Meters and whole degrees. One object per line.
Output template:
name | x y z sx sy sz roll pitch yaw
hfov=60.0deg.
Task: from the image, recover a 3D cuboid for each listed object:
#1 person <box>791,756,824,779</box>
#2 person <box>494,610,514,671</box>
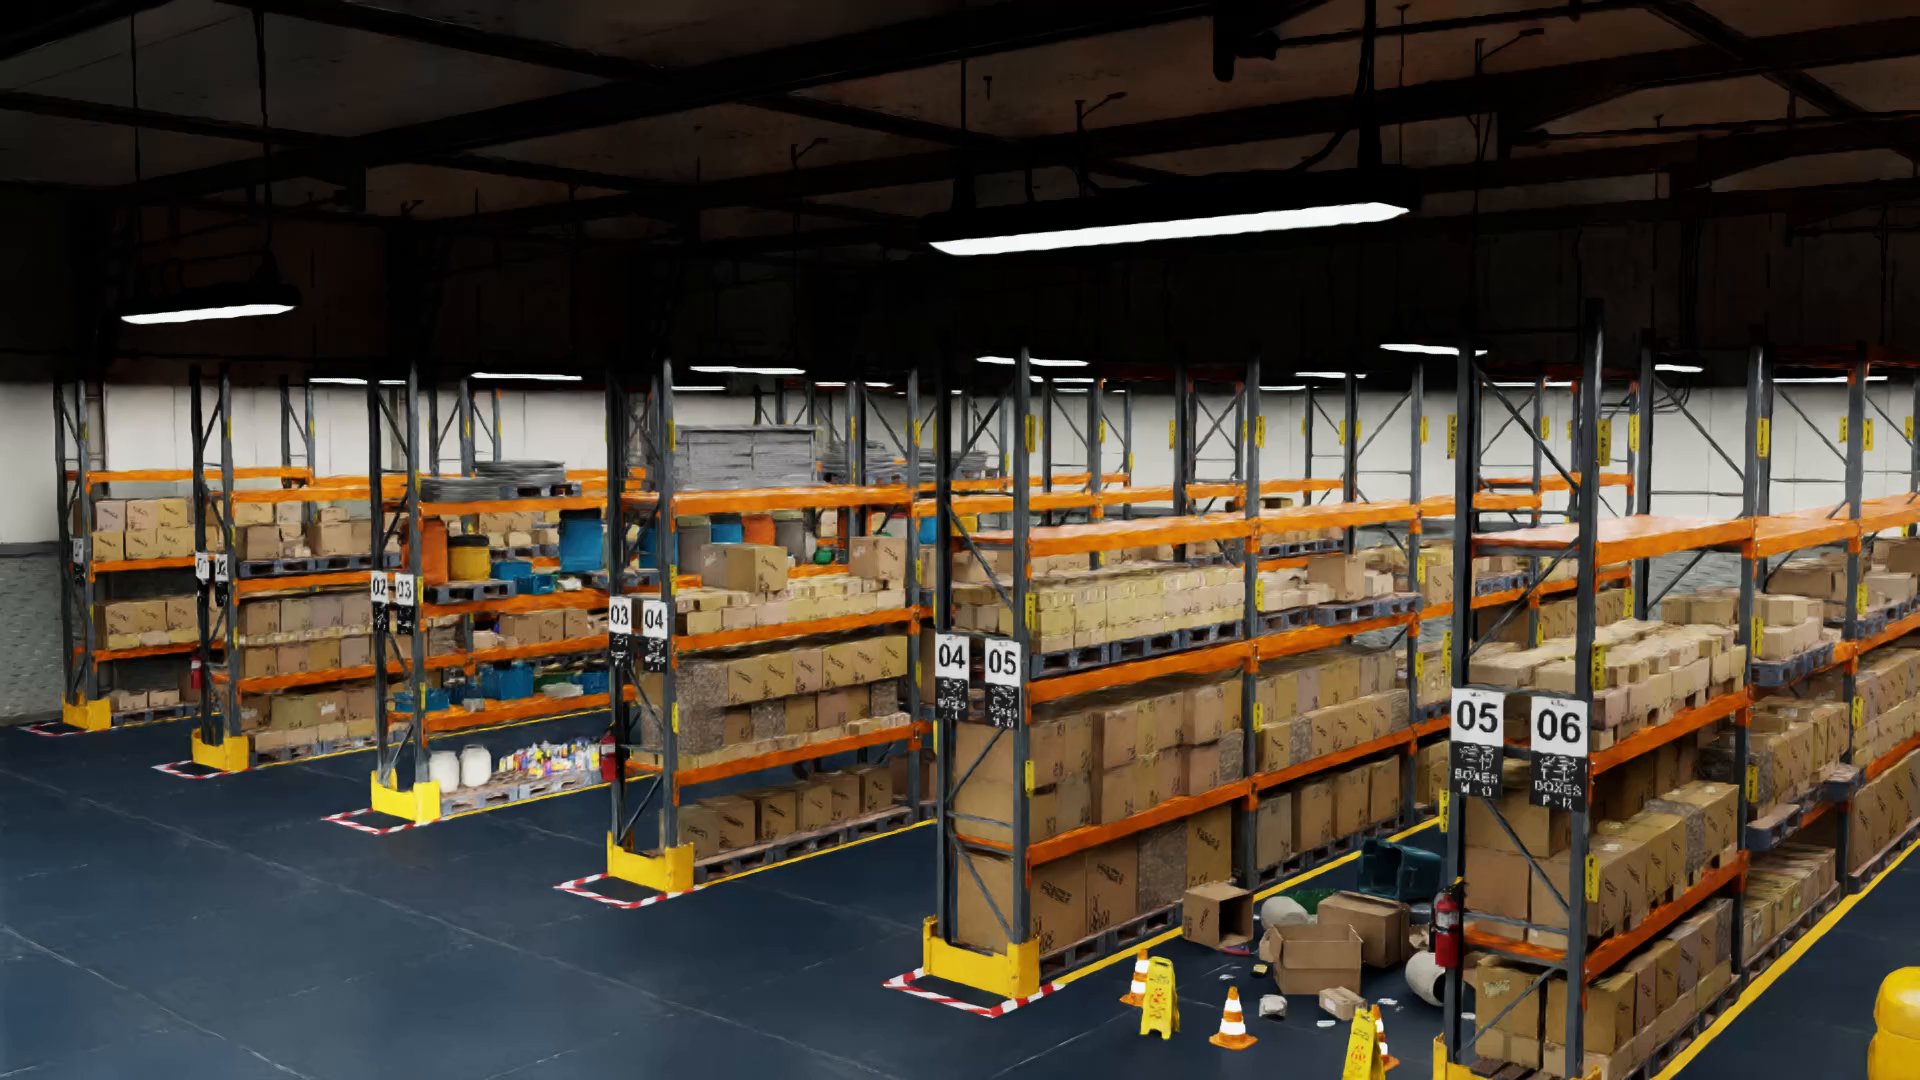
person | -2.045 2.708 22.586 0.677 1.672 0.534 3 5 40
person | -8.394 2.113 30.639 0.415 1.661 0.499 1 4 8
